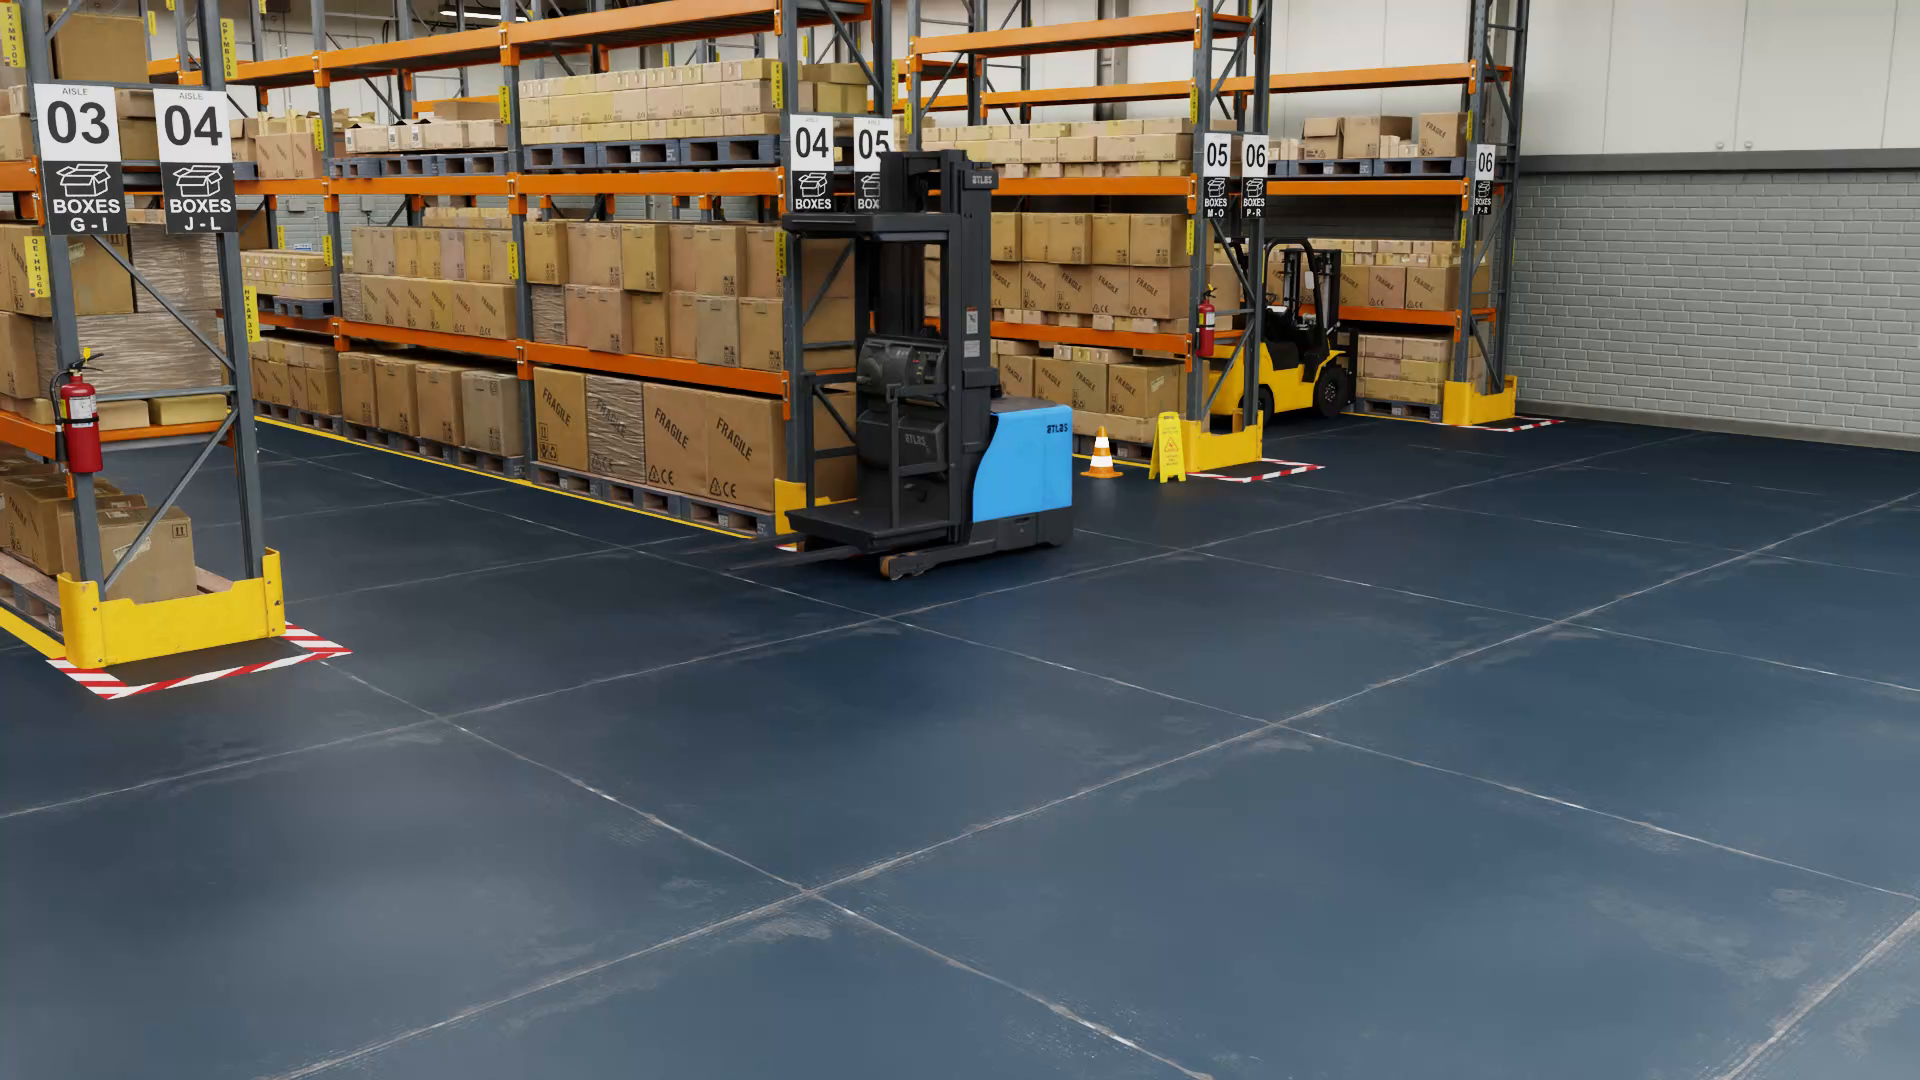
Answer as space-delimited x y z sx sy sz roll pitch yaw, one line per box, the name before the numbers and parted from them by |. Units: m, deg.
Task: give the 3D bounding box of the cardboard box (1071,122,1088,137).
cardboard box | 1.340 -4.157 16.866 0.250 0.149 0.380 11 16 44

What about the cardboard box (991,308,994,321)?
cardboard box | 0.377 -2.476 18.120 0.380 0.149 0.250 -10 15 -41

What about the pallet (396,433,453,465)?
pallet | -5.116 -1.005 17.266 1.003 0.211 1.213 -11 16 -43

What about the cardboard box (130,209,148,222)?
cardboard box | -10.800 -4.198 22.392 0.500 0.500 0.500 11 16 43

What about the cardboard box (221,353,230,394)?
cardboard box | -8.888 -2.095 20.799 0.500 0.500 0.500 -10 15 -40

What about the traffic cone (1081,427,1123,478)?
traffic cone | 1.361 -0.852 15.899 0.336 0.463 0.334 -11 16 -43

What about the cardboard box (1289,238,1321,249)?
cardboard box | 4.368 -3.735 21.014 0.380 0.149 0.250 -11 16 -43

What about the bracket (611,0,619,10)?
bracket | -6.625 -10.470 32.510 0.235 0.232 0.430 -11 16 -43

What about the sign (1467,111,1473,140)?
sign | 5.776 -4.694 18.830 0.100 0.325 0.005 -11 16 -43

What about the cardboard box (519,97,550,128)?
cardboard box | -3.547 -3.776 14.719 0.500 0.250 0.500 -11 16 -42

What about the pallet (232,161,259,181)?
pallet | -8.139 -4.379 19.766 1.213 0.211 1.003 -11 16 -43

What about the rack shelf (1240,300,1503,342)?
rack shelf | 4.797 -2.843 21.061 1.077 0.370 4.000 -11 16 -43

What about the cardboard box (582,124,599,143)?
cardboard box | -2.972 -3.443 14.088 0.380 0.149 0.250 -11 16 -43

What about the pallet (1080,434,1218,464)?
pallet | 2.003 -0.980 17.146 1.003 0.211 1.213 -11 16 -43

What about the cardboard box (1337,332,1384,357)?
cardboard box | 4.922 -2.422 20.529 0.500 0.250 0.500 -11 16 -42

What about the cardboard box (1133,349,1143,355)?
cardboard box | 2.517 -2.719 23.519 0.875 0.625 0.625 -11 16 -43

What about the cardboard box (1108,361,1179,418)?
cardboard box | 1.849 -1.518 16.762 0.500 0.500 0.500 -11 16 -42

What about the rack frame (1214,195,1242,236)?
rack frame | 3.416 -3.487 22.405 1.000 3.000 0.127 -11 16 -43

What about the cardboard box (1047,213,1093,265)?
cardboard box | 1.309 -3.075 16.940 0.700 0.500 0.500 -11 16 -43

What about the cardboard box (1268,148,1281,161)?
cardboard box | 4.037 -4.868 21.007 0.380 0.149 0.250 -10 15 -41

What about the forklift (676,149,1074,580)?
forklift | -0.579 -1.277 11.847 3.031 2.935 1.130 -10 15 -40

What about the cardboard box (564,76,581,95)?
cardboard box | -3.149 -3.870 14.188 0.380 0.149 0.250 -11 16 -43

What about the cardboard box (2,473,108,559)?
cardboard box | -6.205 -0.169 11.454 0.500 0.500 0.500 10 15 40

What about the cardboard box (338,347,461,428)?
cardboard box | -6.089 -1.677 18.151 1.050 0.750 0.750 -11 16 -43

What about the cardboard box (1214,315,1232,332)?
cardboard box | 2.506 -2.167 16.617 0.380 0.149 0.250 -11 16 -42

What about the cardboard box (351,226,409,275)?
cardboard box | -6.142 -3.146 18.023 0.700 0.500 0.500 -11 16 -43

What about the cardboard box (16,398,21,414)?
cardboard box | -5.609 -0.867 10.308 0.380 0.149 0.250 -11 16 -43

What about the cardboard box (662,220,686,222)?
cardboard box | -3.841 -4.030 22.314 0.500 0.500 0.500 -11 16 -42

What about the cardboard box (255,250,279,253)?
cardboard box | -8.602 -3.562 20.873 0.250 0.149 0.380 11 16 43

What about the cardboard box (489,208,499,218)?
cardboard box | -6.976 -5.015 25.486 0.380 0.149 0.250 -11 16 -44

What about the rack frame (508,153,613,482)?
rack frame | -3.682 -2.091 15.625 1.000 3.000 0.127 -11 16 -43

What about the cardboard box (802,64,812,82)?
cardboard box | -1.092 -3.628 13.011 0.380 0.149 0.250 -11 16 -42

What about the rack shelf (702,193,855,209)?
rack shelf | -1.553 -4.204 20.231 1.077 0.370 4.000 -11 16 -43

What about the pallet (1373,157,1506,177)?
pallet | 5.709 -4.436 19.796 1.003 0.211 1.213 -11 16 -43

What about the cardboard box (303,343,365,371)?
cardboard box | -7.106 -2.086 18.900 0.500 0.250 0.500 11 16 44

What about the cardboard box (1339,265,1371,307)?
cardboard box | 4.943 -3.140 20.469 0.500 0.500 0.500 -11 16 -44

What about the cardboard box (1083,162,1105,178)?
cardboard box | 1.454 -3.722 16.732 0.380 0.149 0.250 -11 16 -43

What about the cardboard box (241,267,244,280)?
cardboard box | -8.358 -3.174 19.729 0.380 0.149 0.250 -11 16 -43

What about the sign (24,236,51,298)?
sign | -4.992 -1.478 8.998 0.100 0.325 0.005 -11 16 -43

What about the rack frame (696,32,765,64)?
rack frame | -2.934 -6.317 21.273 1.000 3.000 0.127 -11 16 -43

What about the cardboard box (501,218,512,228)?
cardboard box | -6.566 -4.607 25.113 0.500 0.500 0.500 -11 16 -43

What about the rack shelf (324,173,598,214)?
rack shelf | -5.063 -3.499 16.812 1.077 0.370 4.000 -11 16 -43

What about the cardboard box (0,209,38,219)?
cardboard box | -7.787 -2.049 12.896 1.000 1.000 1.000 -11 16 -42

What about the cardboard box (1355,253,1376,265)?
cardboard box | 5.022 -3.432 20.278 0.250 0.149 0.380 11 16 43

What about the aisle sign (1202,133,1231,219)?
aisle sign | 2.424 -3.435 15.709 0.394 0.787 0.004 -11 16 -43

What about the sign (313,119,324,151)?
sign | -6.838 -4.321 17.738 0.100 0.325 0.005 -11 16 -43

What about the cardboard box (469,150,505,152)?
cardboard box | -4.821 -4.051 16.752 0.396 0.266 0.258 -11 16 -43

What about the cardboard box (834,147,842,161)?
cardboard box | -1.377 -4.611 19.754 0.500 0.250 0.500 -11 16 -42

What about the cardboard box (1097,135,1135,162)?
cardboard box | 1.706 -3.865 16.440 0.500 0.250 0.500 -11 16 -43

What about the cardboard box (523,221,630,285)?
cardboard box | -3.452 -2.634 15.216 0.875 0.550 0.550 -11 16 -43
